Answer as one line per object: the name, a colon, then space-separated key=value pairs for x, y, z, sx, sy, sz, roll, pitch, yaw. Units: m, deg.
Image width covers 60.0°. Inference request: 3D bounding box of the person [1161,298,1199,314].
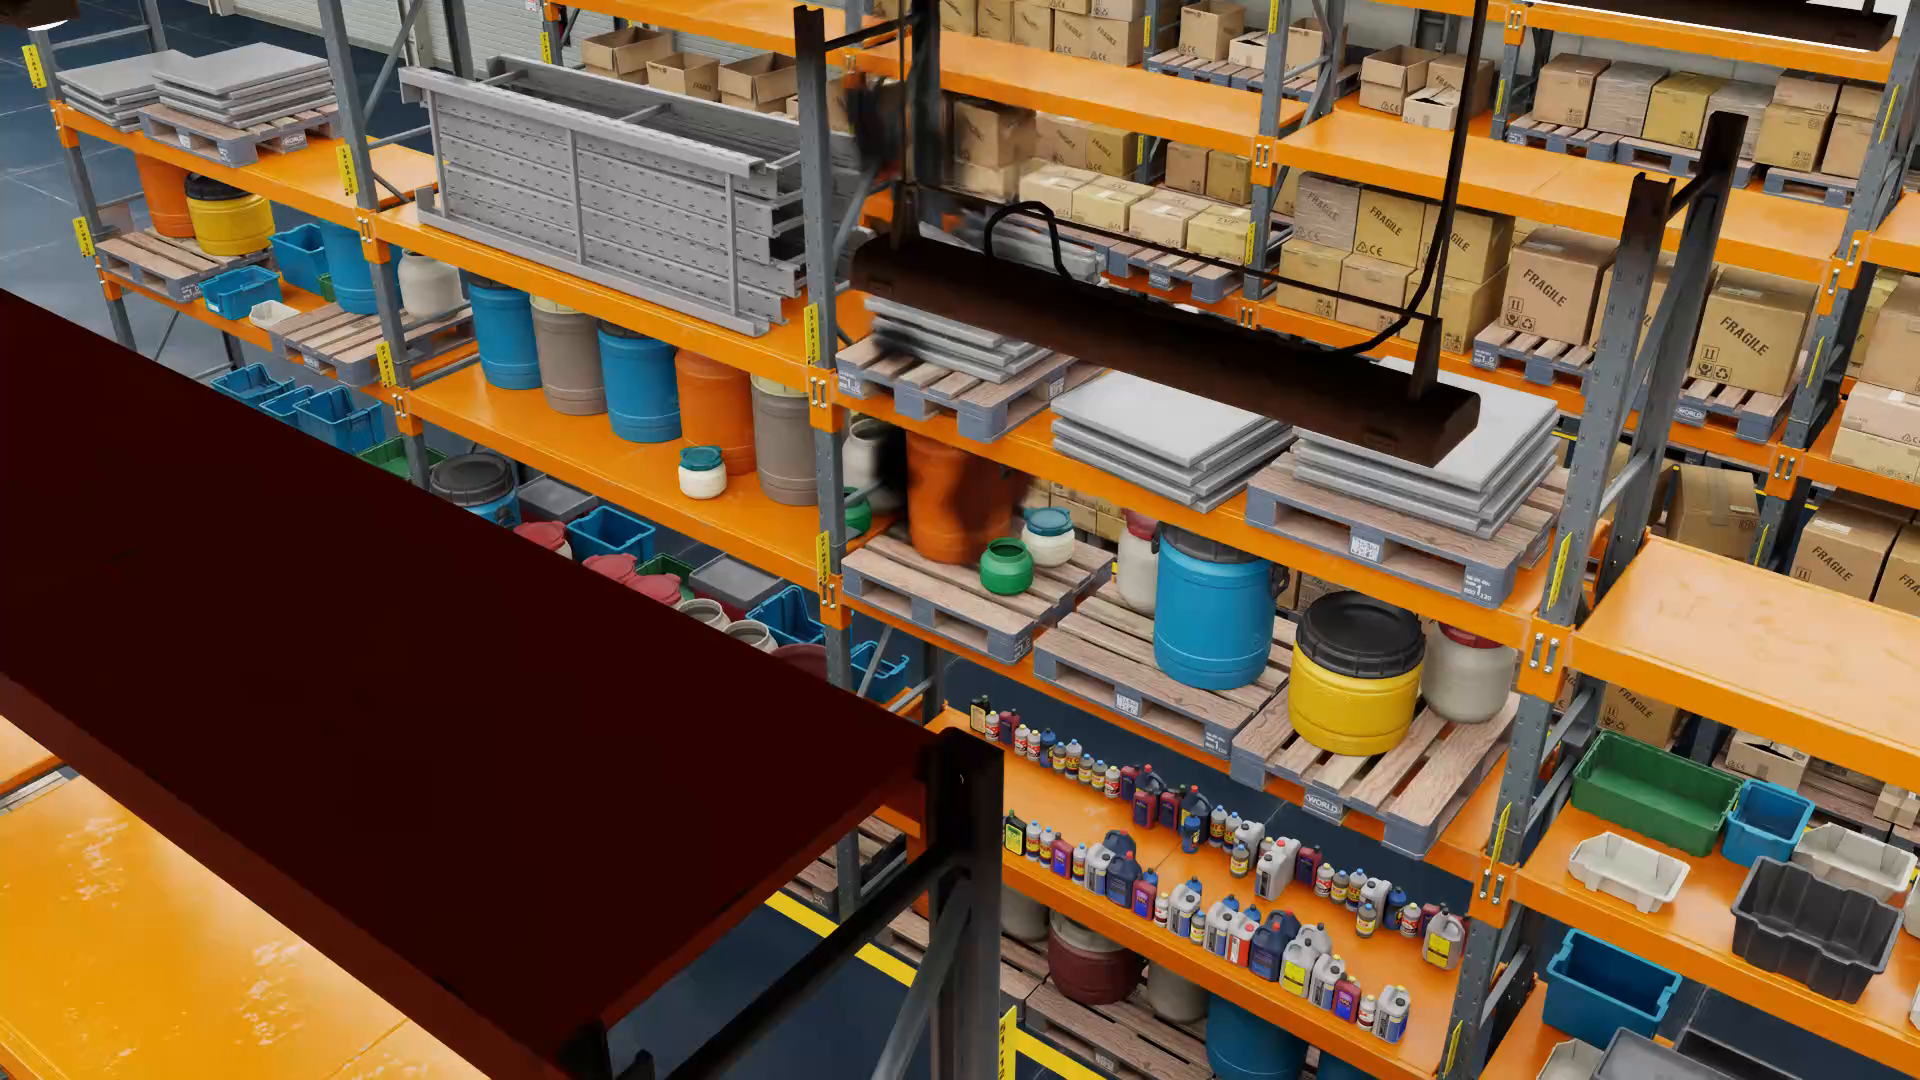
person: x=2.062 y=-1.728 z=16.443 sx=0.633 sy=1.747 sz=0.726 roll=20 pitch=37 yaw=29
